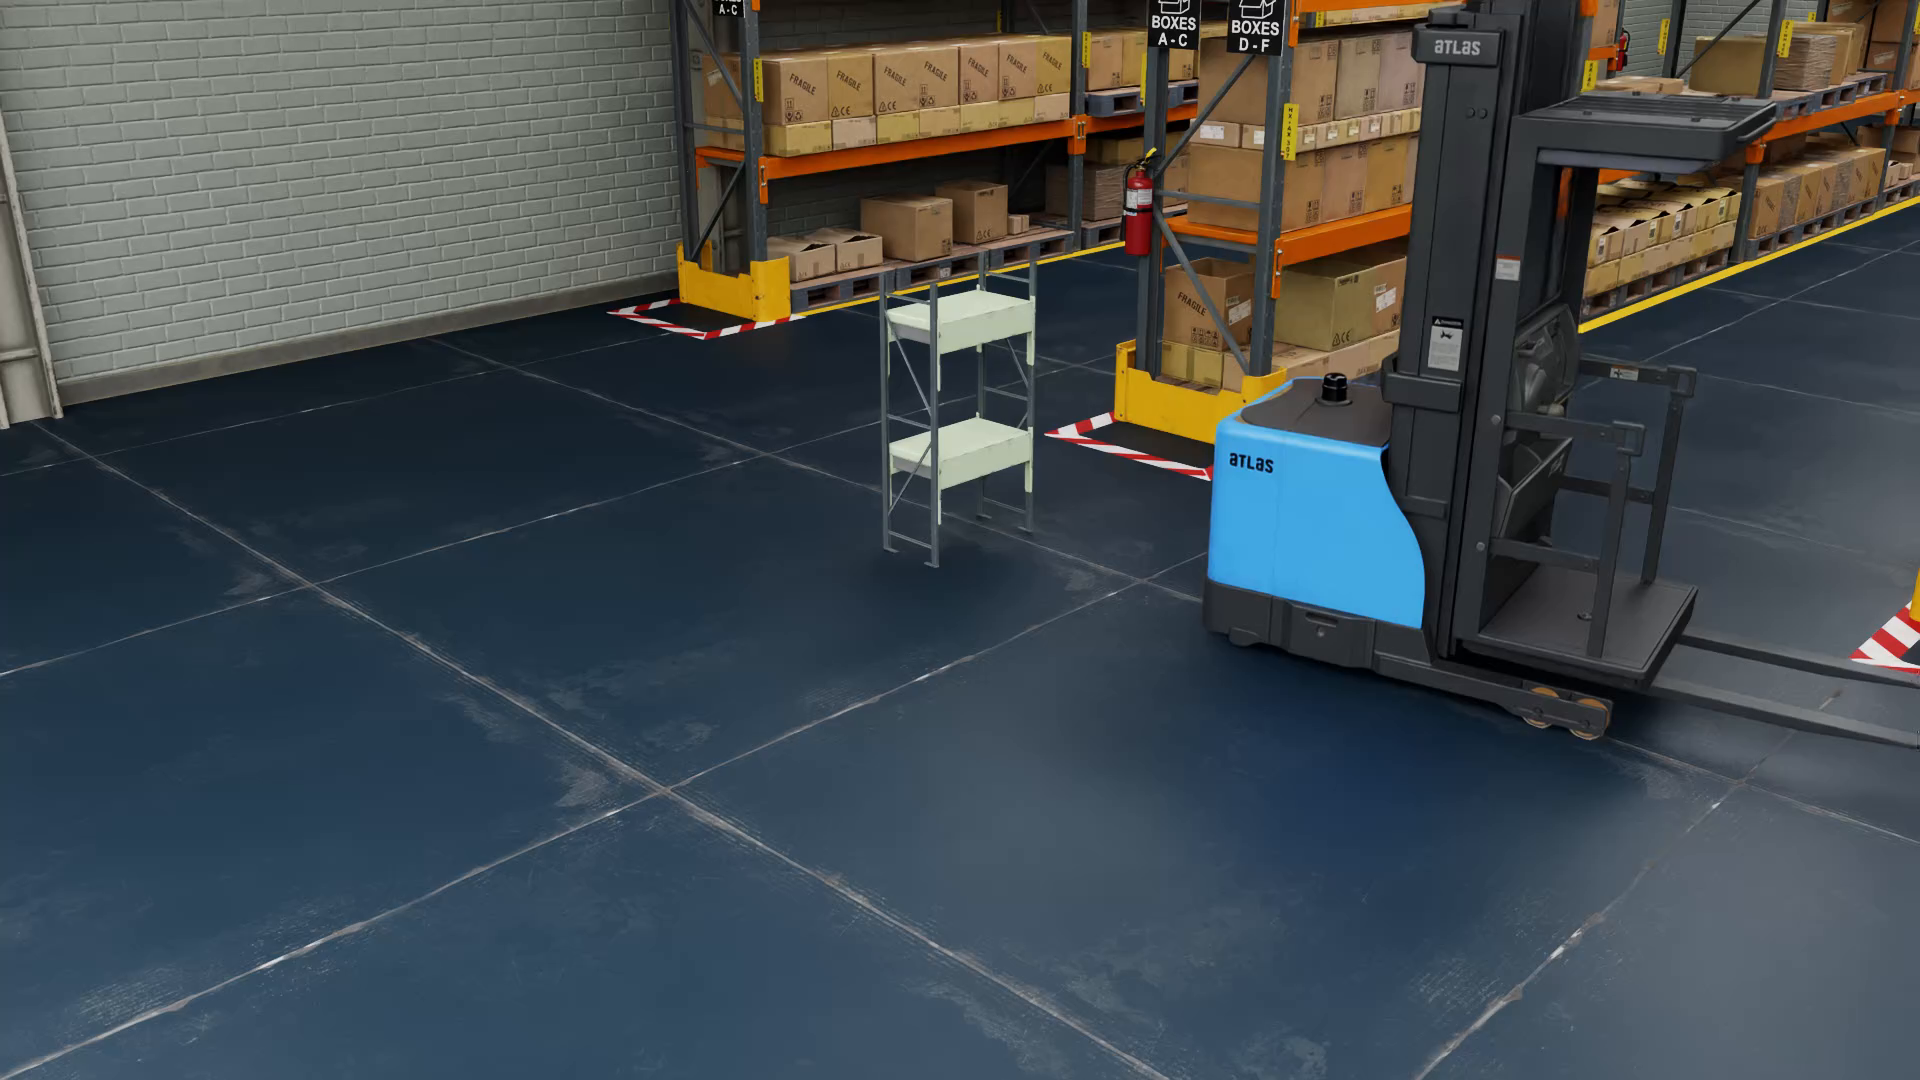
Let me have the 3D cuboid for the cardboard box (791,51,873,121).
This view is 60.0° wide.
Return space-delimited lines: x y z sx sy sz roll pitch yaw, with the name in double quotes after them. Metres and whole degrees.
-1.084 -3.826 13.985 0.500 0.500 0.500 19 28 41 "cardboard box"

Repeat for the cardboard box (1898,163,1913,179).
10.983 -4.372 19.605 0.380 0.166 0.250 19 28 41 "cardboard box"

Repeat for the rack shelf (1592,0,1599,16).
5.753 -4.733 14.029 1.077 0.370 4.000 19 28 41 "rack shelf"

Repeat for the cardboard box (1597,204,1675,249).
5.896 -2.768 14.561 0.500 0.311 0.500 -19 28 -41 "cardboard box"

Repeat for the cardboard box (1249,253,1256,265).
2.415 -1.862 11.940 0.500 0.500 0.500 19 28 41 "cardboard box"

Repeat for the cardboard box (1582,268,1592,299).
4.817 -2.109 13.627 0.500 0.250 0.500 18 28 39 "cardboard box"

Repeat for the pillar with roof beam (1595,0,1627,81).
13.525 -10.111 22.838 9.100 9.000 0.400 19 28 41 "pillar with roof beam"

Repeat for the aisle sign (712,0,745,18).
-1.820 -4.485 12.939 0.394 0.787 0.004 19 28 41 "aisle sign"

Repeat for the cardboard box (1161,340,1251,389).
1.730 -1.251 11.394 0.500 0.250 0.500 19 28 41 "cardboard box"

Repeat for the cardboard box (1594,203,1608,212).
5.496 -2.896 14.893 0.500 0.311 0.500 19 28 40 "cardboard box"

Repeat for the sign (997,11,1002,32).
0.406 -5.072 16.475 0.100 0.325 0.005 19 28 41 "sign"

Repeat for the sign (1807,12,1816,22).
9.544 -5.749 18.644 0.100 0.325 0.005 19 28 41 "sign"

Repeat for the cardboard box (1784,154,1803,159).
8.708 -3.920 17.962 0.500 0.500 0.500 20 29 41 "cardboard box"

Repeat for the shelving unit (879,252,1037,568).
-0.005 -0.698 8.801 0.431 1.500 0.755 19 28 41 "shelving unit"

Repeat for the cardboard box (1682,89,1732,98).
6.863 -4.058 15.577 0.500 0.311 0.500 -18 27 -39 "cardboard box"

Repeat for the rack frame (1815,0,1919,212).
9.939 -5.211 18.451 1.000 3.000 0.127 19 28 41 "rack frame"

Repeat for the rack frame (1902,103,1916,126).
12.729 -6.239 21.126 1.000 3.000 0.127 19 28 41 "rack frame"

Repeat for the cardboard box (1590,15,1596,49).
8.329 -7.294 23.454 0.980 0.700 0.700 19 28 40 "cardboard box"

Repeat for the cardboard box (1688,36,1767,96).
7.507 -4.615 16.177 0.700 0.500 0.500 9 23 23 "cardboard box"

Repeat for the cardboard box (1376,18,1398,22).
4.837 -5.937 19.757 0.500 0.500 0.500 19 28 40 "cardboard box"

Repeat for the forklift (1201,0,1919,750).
2.654 -0.755 6.955 3.031 2.935 1.130 13 25 31 "forklift"

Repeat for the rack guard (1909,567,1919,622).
5.133 0.250 7.727 1.175 0.500 0.348 19 28 41 "rack guard"

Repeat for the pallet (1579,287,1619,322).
4.844 -2.052 14.119 1.003 0.211 1.213 19 28 41 "pallet"

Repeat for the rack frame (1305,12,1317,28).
3.596 -5.421 18.999 1.000 3.000 0.127 19 28 41 "rack frame"

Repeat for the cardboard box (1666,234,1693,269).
6.246 -2.637 15.001 0.500 0.250 0.500 -19 28 -41 "cardboard box"

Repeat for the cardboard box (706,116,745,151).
-1.797 -3.473 14.111 0.500 0.250 0.500 -20 28 -41 "cardboard box"

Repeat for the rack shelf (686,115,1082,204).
-0.589 -3.543 15.115 1.077 0.370 4.000 19 28 41 "rack shelf"

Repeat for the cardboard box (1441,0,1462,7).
5.881 -6.681 20.650 0.500 0.250 0.500 -19 28 -41 "cardboard box"

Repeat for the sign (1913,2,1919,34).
10.339 -5.613 17.884 0.100 0.325 0.005 19 28 41 "sign"

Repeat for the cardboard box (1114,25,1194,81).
2.017 -5.086 17.375 0.500 0.500 0.700 -16 26 -35 "cardboard box"

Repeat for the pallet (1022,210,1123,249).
1.348 -3.292 17.346 1.003 0.211 1.213 19 28 41 "pallet"

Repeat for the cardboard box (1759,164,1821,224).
8.385 -3.530 16.949 0.500 0.500 0.500 19 28 40 "cardboard box"

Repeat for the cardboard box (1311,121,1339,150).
2.178 -2.591 10.592 0.380 0.149 0.250 18 28 39 "cardboard box"

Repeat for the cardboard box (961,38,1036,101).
0.354 -4.354 15.357 0.500 0.500 0.500 19 28 40 "cardboard box"

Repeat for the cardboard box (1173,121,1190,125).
2.689 -4.481 18.378 0.500 0.250 0.500 -20 28 -41 "cardboard box"

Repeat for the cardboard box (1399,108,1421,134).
2.892 -2.854 11.276 0.380 0.149 0.250 19 28 40 "cardboard box"

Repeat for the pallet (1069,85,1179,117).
1.443 -4.464 16.774 1.003 0.211 1.213 19 28 41 "pallet"

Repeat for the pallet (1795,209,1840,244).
8.547 -3.375 17.563 1.003 0.211 1.213 19 28 41 "pallet"

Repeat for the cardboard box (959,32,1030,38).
0.328 -4.614 16.034 0.500 0.500 0.500 18 28 39 "cardboard box"

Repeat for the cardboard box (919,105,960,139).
-0.351 -3.746 14.821 0.500 0.250 0.500 20 28 41 "cardboard box"

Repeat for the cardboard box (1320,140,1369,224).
2.265 -2.426 11.066 0.500 0.500 0.700 -19 28 -41 "cardboard box"

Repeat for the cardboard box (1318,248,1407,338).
2.788 -1.732 11.601 0.500 0.500 0.500 19 28 41 "cardboard box"

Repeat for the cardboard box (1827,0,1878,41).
10.106 -5.919 18.760 0.500 0.500 0.500 19 28 41 "cardboard box"

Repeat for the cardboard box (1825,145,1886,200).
9.800 -4.051 18.304 0.500 0.500 0.500 19 28 40 "cardboard box"

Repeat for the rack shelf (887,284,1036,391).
-0.005 -1.063 8.661 0.431 0.370 0.720 19 28 41 "rack shelf"

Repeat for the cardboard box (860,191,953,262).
-0.492 -2.882 15.261 0.700 0.500 0.500 17 27 37 "cardboard box"

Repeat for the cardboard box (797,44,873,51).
-1.092 -4.090 14.670 0.500 0.500 0.500 18 28 39 "cardboard box"

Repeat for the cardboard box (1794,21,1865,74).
9.448 -5.388 18.186 0.700 0.500 0.500 9 23 23 "cardboard box"

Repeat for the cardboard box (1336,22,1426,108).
3.002 -3.304 11.542 0.700 0.500 0.500 19 28 41 "cardboard box"

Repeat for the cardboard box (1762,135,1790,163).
8.379 -4.150 17.516 0.500 0.250 0.500 19 28 40 "cardboard box"

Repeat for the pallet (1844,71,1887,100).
9.303 -4.943 18.022 1.003 0.211 1.213 19 28 41 "pallet"

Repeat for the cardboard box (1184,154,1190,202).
2.362 -4.024 18.233 0.700 0.500 0.500 19 28 40 "cardboard box"

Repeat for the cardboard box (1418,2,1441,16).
5.525 -6.550 20.309 0.500 0.250 0.500 -19 28 -41 "cardboard box"
